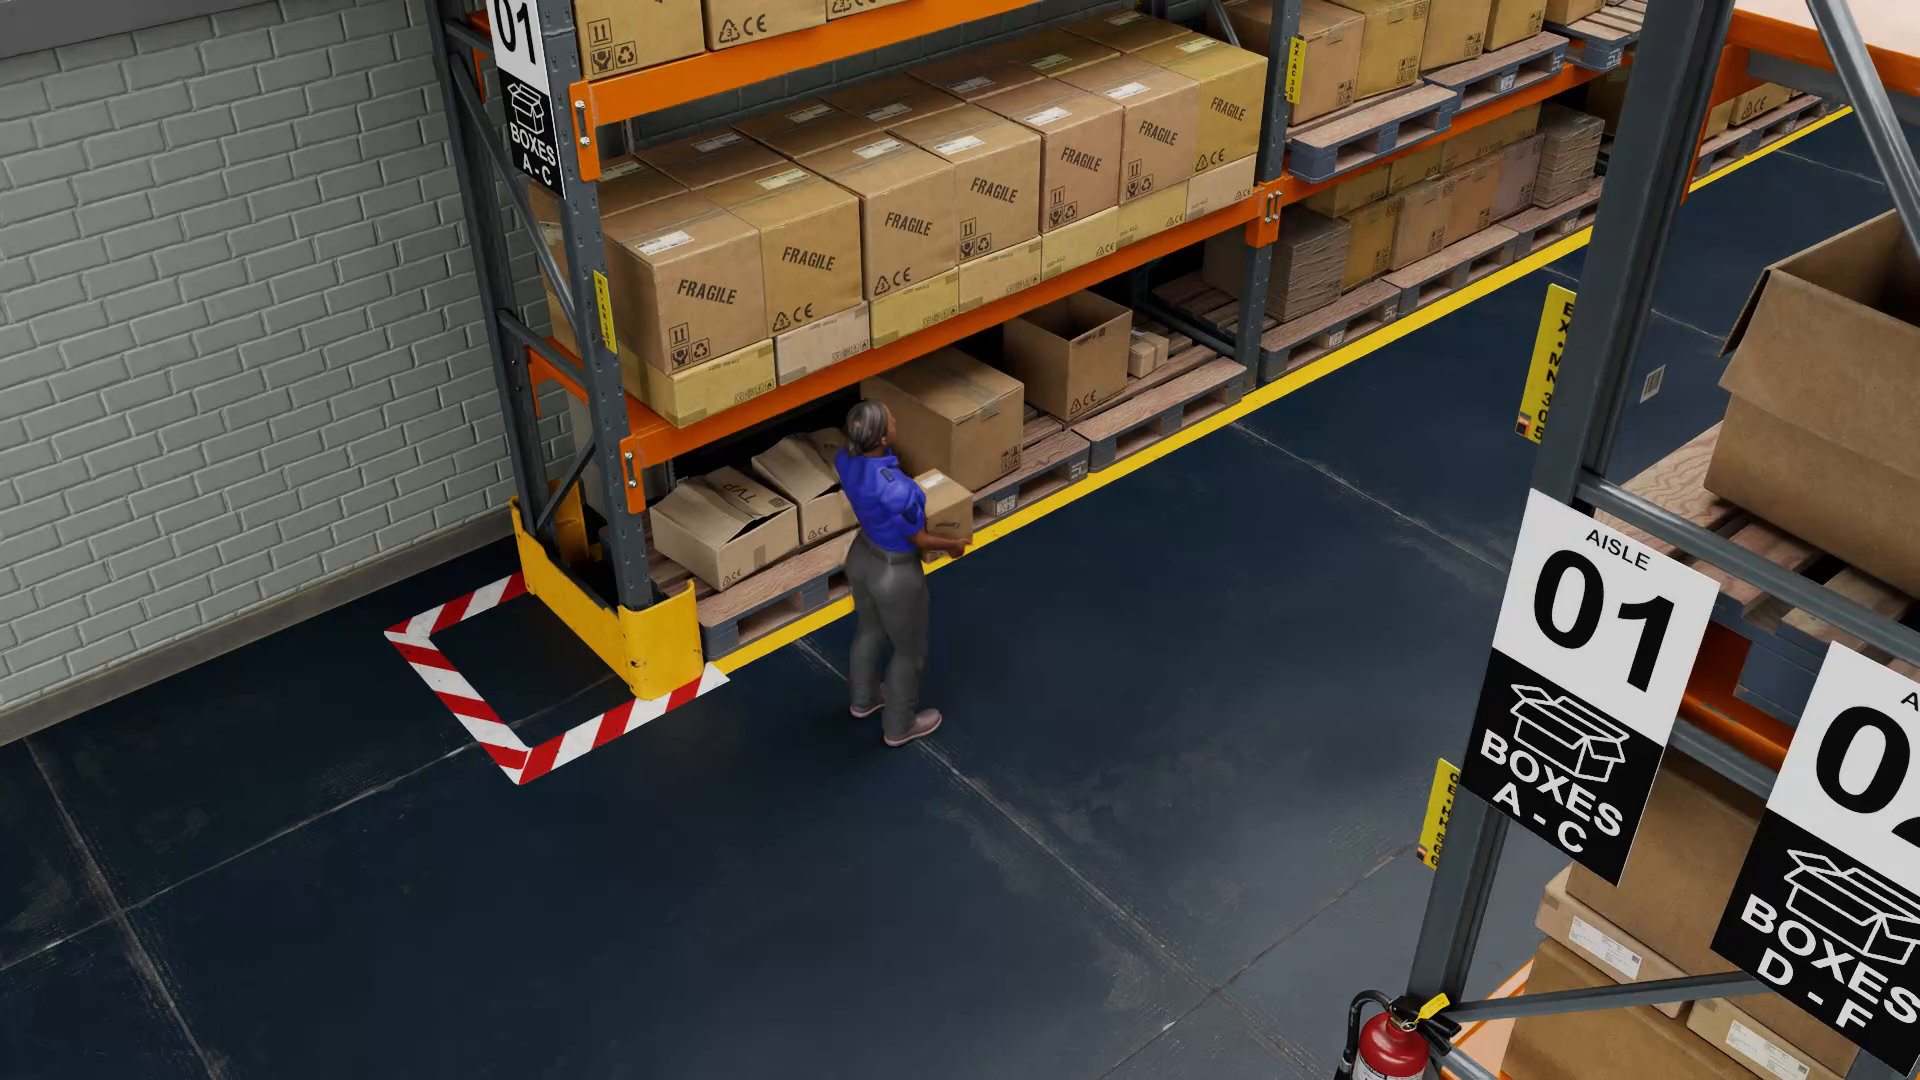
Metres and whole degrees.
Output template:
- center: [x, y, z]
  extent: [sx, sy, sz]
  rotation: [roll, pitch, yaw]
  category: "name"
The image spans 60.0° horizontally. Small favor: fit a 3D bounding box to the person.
- center: [-0.237, 0.099, 6.948]
  extent: [0.511, 1.652, 0.454]
  rotation: [-25, 43, -30]
  category: "person"
